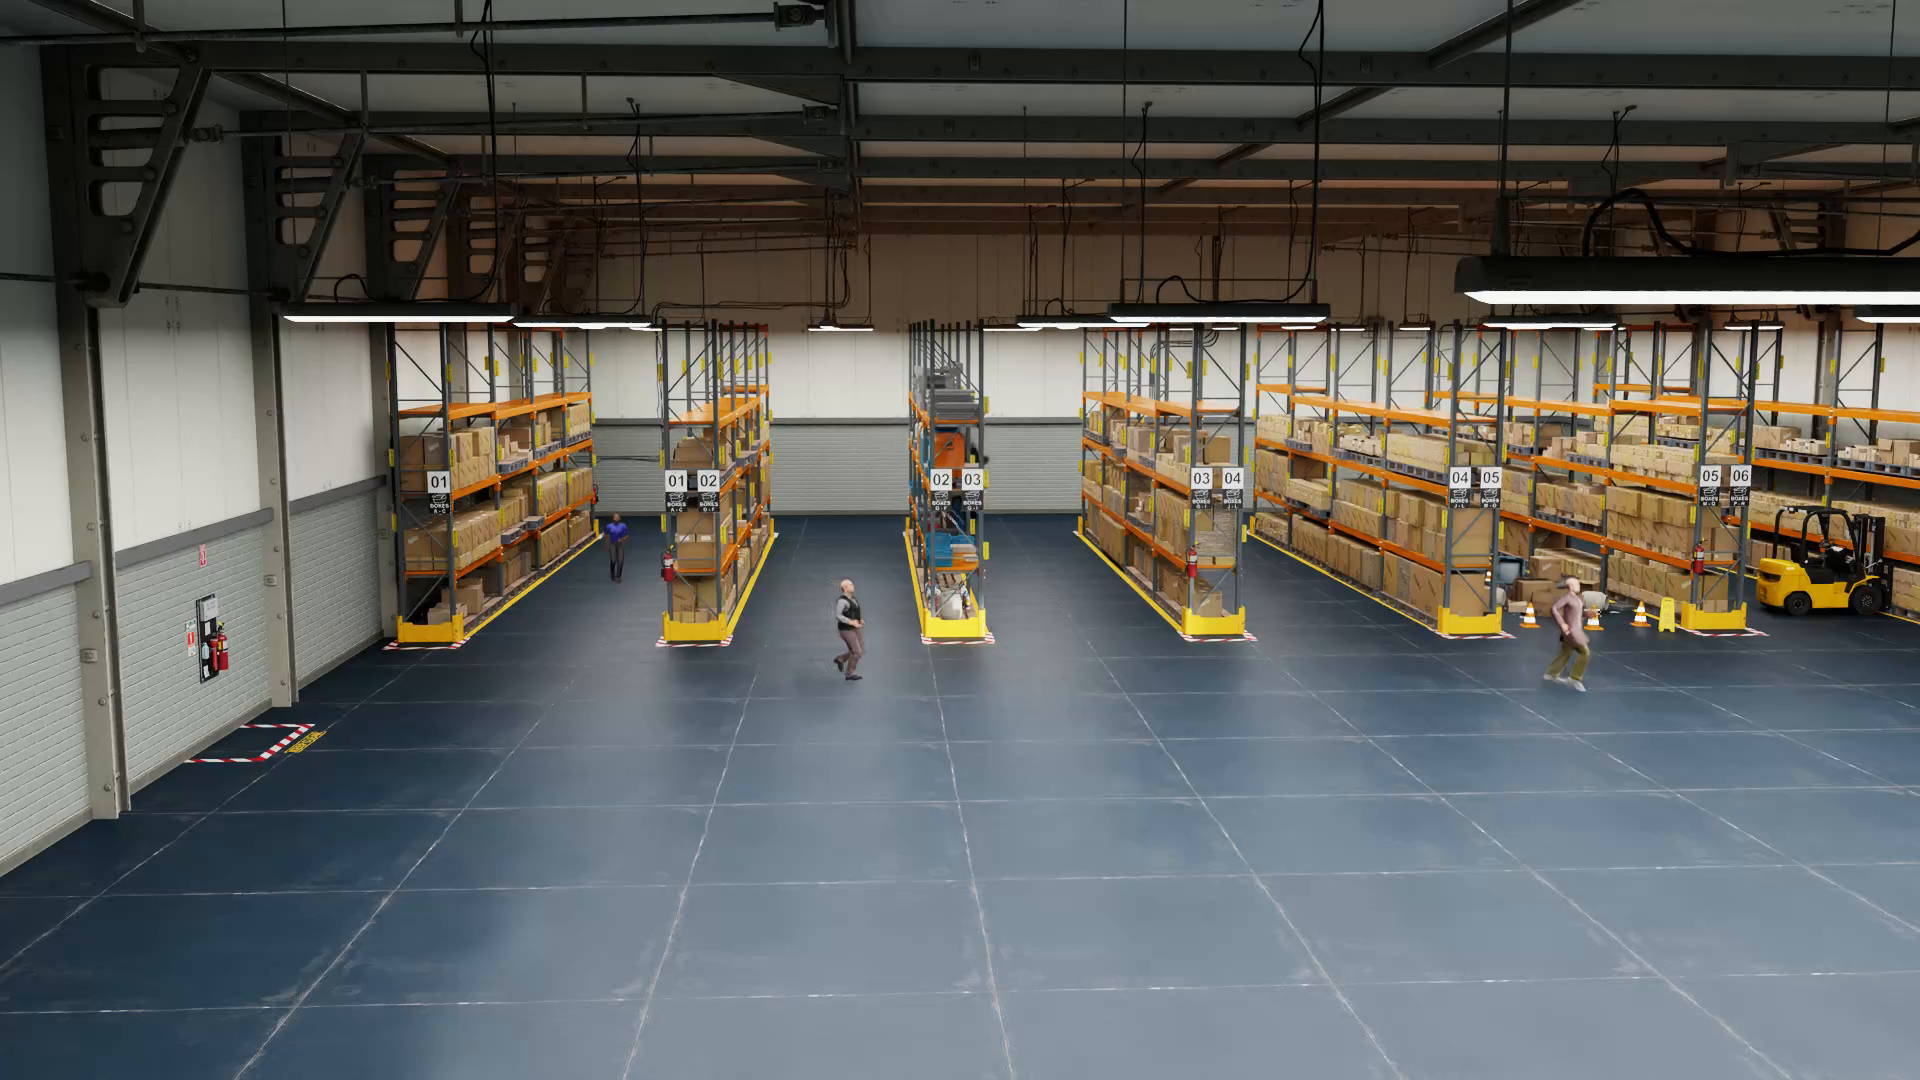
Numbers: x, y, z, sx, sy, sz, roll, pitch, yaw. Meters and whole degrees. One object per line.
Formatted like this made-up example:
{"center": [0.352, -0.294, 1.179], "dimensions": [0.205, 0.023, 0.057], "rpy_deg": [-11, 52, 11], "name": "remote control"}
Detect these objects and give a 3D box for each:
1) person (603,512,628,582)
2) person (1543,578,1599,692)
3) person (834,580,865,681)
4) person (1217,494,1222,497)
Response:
{"center": [-7.922, 0.183, 38.365], "dimensions": [0.557, 1.604, 0.599], "rpy_deg": [-2, 7, -16], "name": "person"}
{"center": [9.888, 1.531, 26.901], "dimensions": [0.825, 1.842, 0.668], "rpy_deg": [4, 8, 27], "name": "person"}
{"center": [-1.848, 1.492, 27.588], "dimensions": [0.609, 1.672, 0.657], "rpy_deg": [2, 7, 17], "name": "person"}
{"center": [7.185, -0.952, 47.488], "dimensions": [0.690, 1.674, 0.781], "rpy_deg": [0, 7, 3], "name": "person"}
